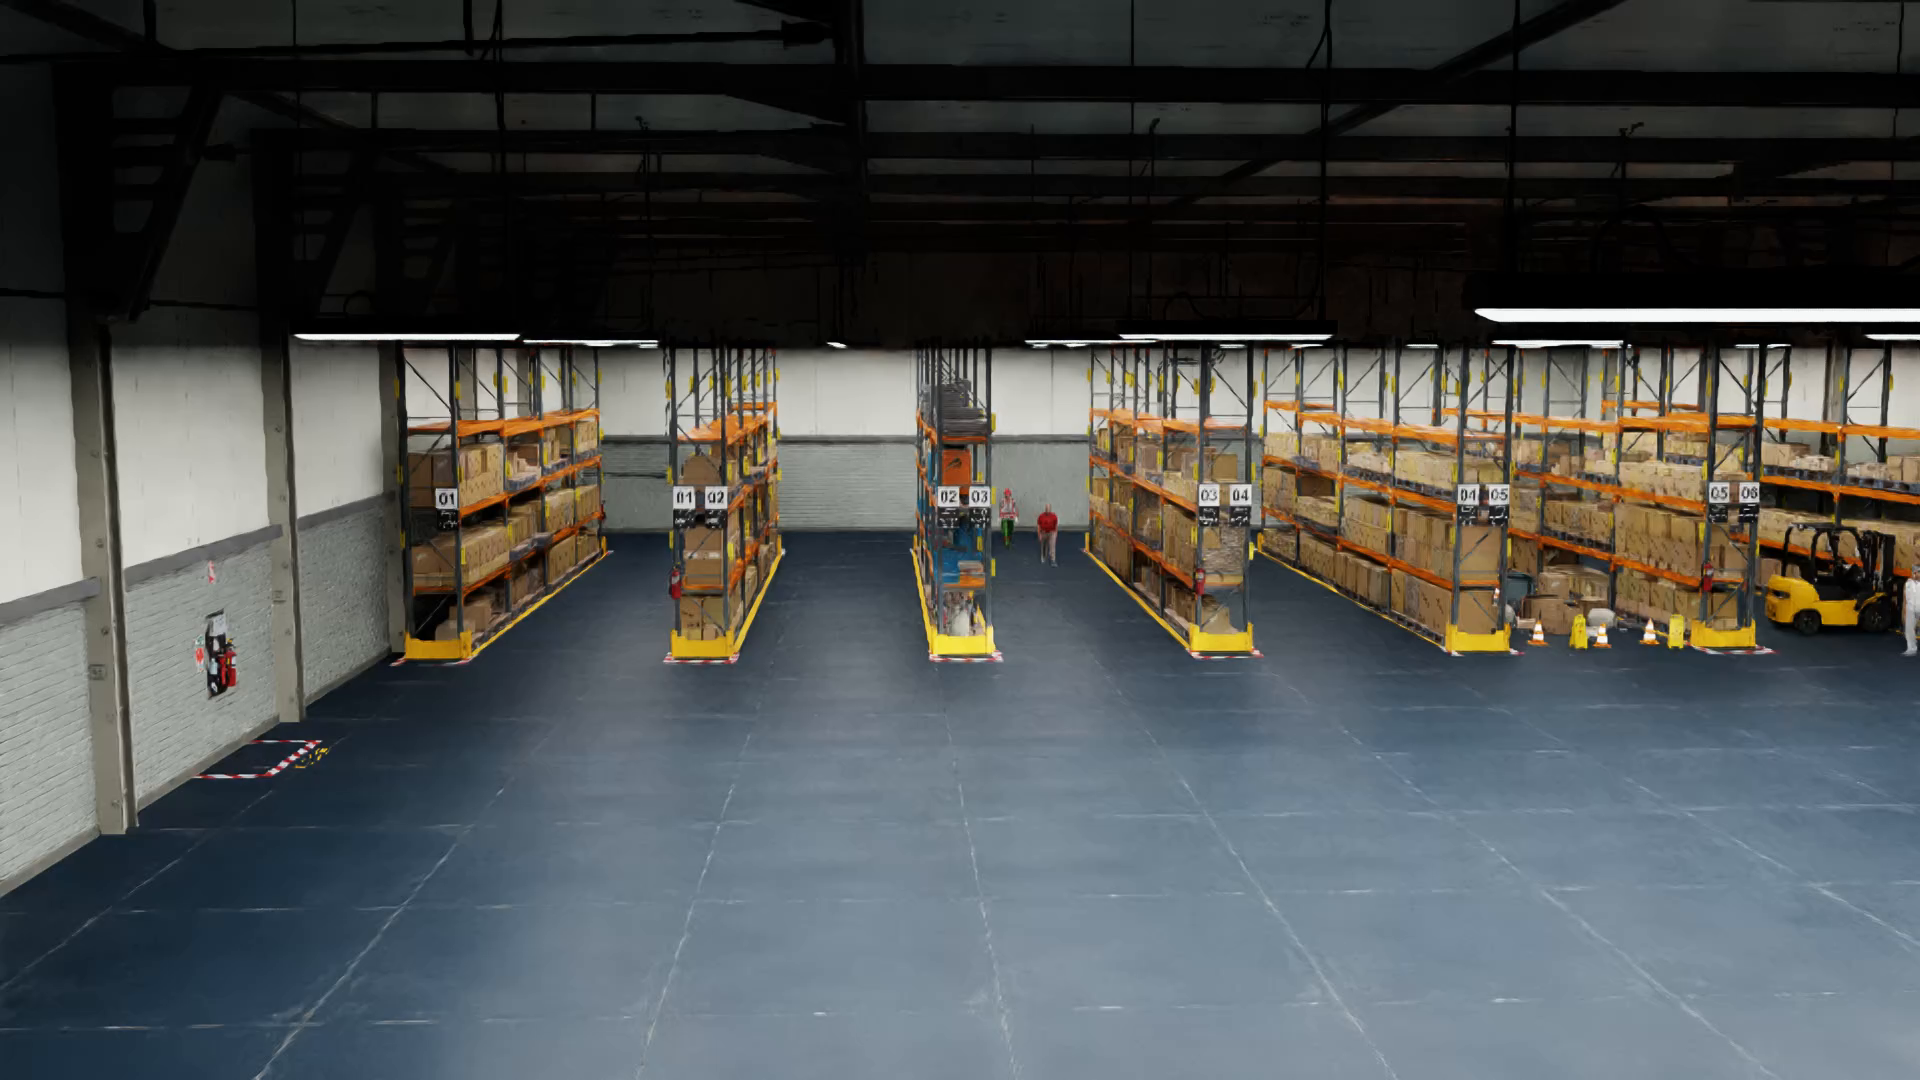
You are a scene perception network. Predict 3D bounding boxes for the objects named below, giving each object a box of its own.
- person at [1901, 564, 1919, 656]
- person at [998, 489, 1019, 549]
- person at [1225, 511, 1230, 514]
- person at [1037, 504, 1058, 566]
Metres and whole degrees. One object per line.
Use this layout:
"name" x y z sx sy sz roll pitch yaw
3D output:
"person" 18.069 1.310 31.288 0.632 1.738 0.584 -5 8 -35
"person" 1.414 -0.633 48.379 0.567 1.736 1.044 0 7 -4
"person" 8.141 -0.802 50.636 0.407 1.533 0.962 1 7 6
"person" 2.334 -0.157 44.444 0.542 1.645 1.126 0 6 -1
